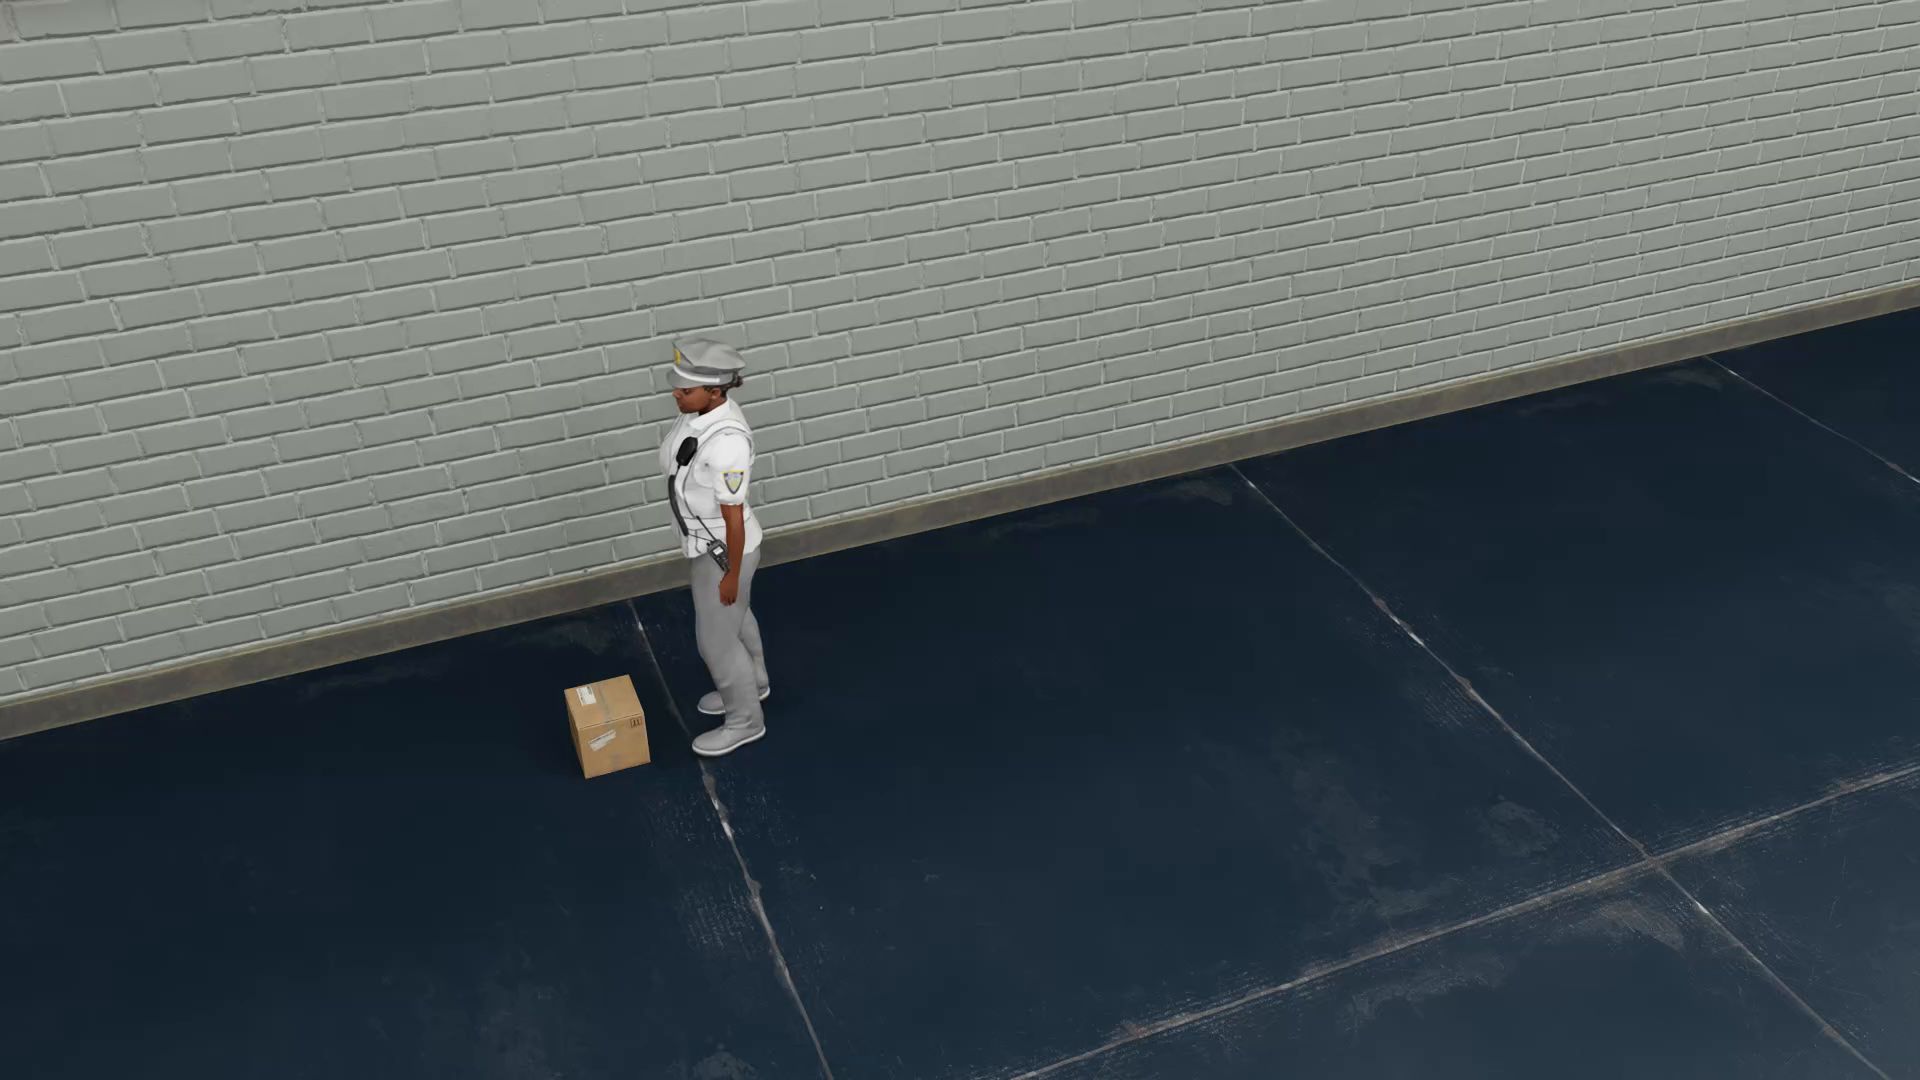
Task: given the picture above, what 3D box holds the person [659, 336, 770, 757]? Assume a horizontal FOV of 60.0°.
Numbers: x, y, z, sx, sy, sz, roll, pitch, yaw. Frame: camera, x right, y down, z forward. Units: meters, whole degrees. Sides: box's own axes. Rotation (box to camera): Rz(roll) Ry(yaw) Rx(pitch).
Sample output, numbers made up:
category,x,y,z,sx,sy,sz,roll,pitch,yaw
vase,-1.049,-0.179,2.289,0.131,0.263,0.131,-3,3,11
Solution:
category,x,y,z,sx,sy,sz,roll,pitch,yaw
person,-0.897,0.029,6.090,0.376,1.687,0.436,-12,36,-18
